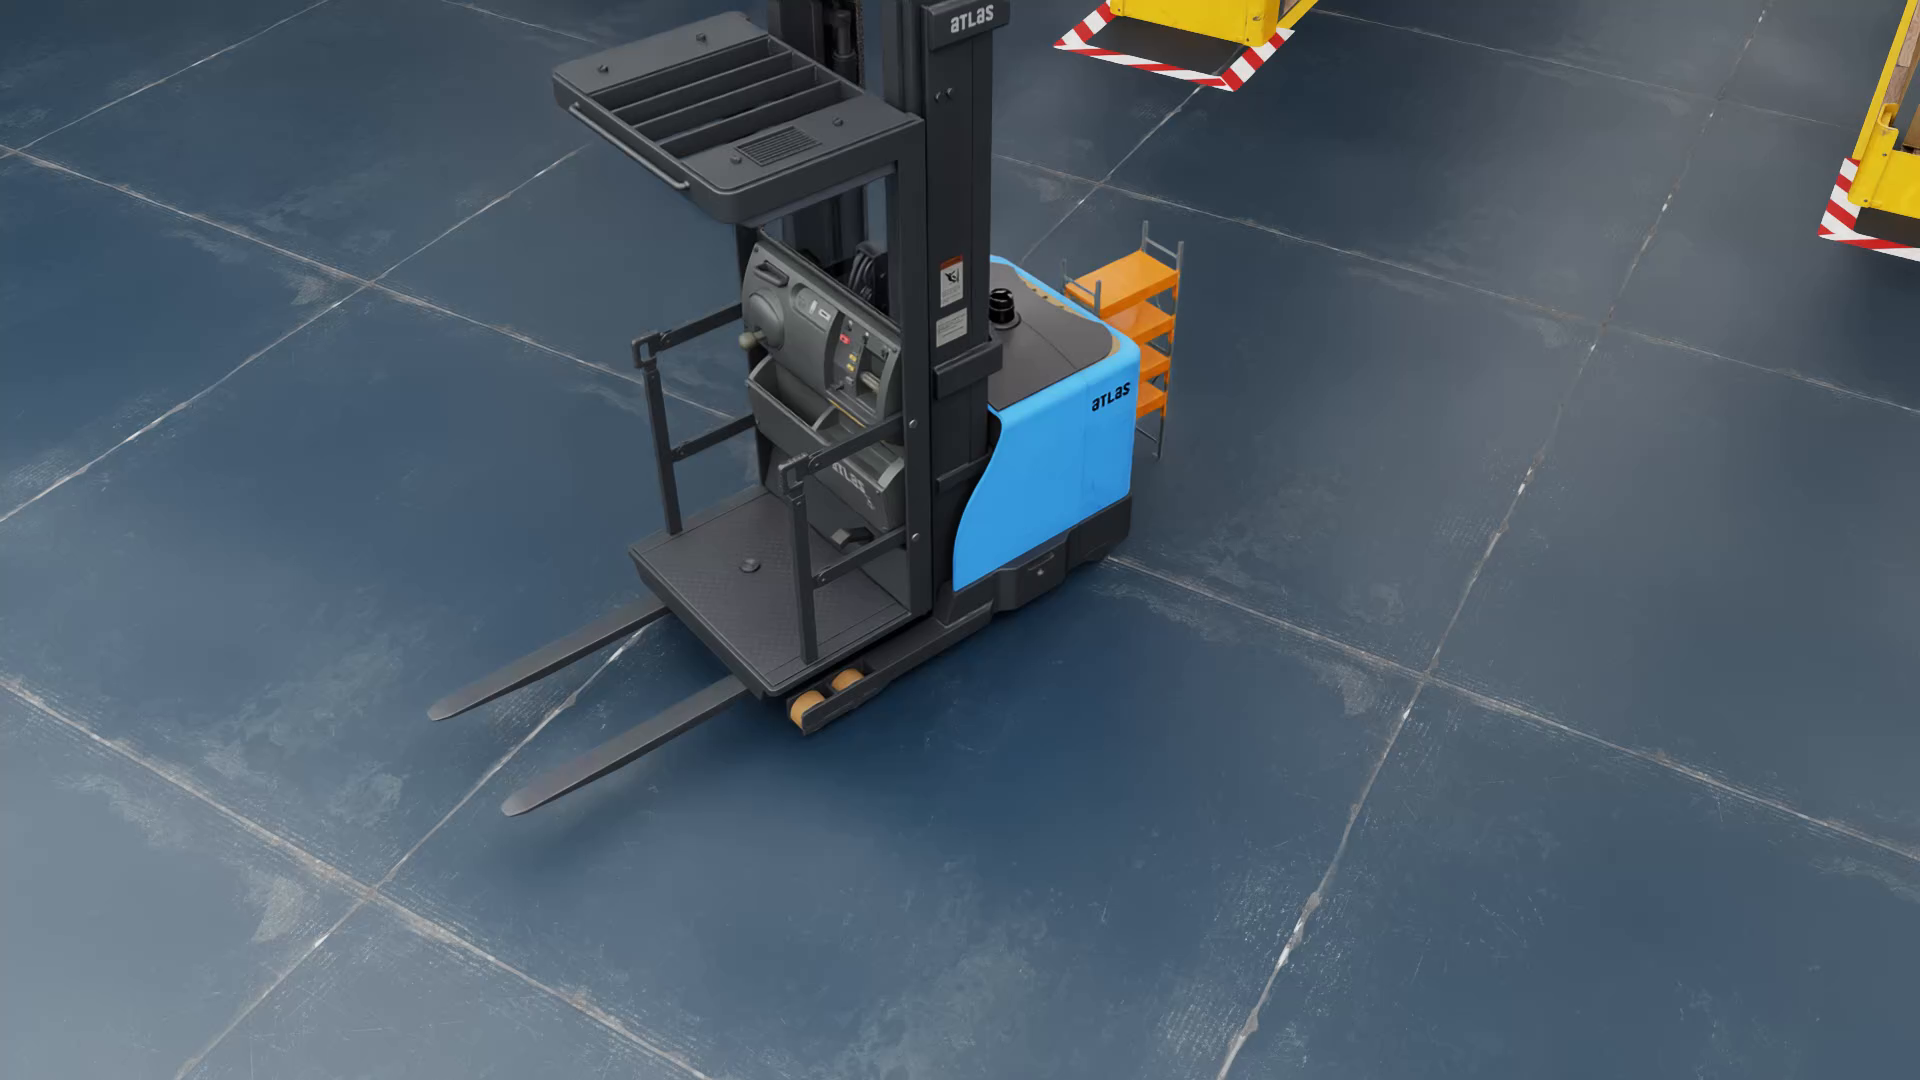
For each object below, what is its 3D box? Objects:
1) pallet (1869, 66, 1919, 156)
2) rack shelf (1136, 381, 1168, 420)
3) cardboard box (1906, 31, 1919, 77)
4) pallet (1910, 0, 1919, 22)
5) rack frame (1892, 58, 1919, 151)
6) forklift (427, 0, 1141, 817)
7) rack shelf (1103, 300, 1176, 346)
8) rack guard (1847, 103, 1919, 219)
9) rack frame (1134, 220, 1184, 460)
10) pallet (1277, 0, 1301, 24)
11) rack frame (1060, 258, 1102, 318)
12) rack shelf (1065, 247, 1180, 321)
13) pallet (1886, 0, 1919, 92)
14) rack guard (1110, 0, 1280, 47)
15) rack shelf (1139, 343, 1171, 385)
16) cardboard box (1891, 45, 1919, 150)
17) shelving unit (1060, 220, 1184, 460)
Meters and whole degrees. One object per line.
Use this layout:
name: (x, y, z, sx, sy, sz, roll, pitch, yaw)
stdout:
pallet: (6.172, -2.477, 10.218, 1.003, 0.211, 1.213, 21, 45, 22)
rack shelf: (0.703, -0.598, 7.739, 0.480, 0.148, 0.258, -28, 49, -28)
cardboard box: (6.561, -3.314, 10.349, 0.875, 0.875, 0.875, 20, 45, 21)
pallet: (7.393, -3.873, 11.804, 1.003, 0.211, 1.213, 21, 45, 22)
rack frame: (5.840, -3.040, 8.748, 1.000, 3.000, 0.127, 21, 45, 22)
forklift: (-0.694, -0.724, 6.170, 3.031, 2.935, 1.130, -28, 49, -28)
rack shelf: (0.703, -0.915, 7.460, 0.480, 0.148, 0.258, -28, 49, -28)
rack guard: (5.828, -2.088, 9.558, 1.175, 0.500, 0.348, 21, 45, 22)
rack frame: (0.892, -0.900, 7.679, 0.015, 1.200, 0.240, -28, 49, -28)
pallet: (2.072, -4.188, 12.162, 1.003, 0.211, 1.213, 21, 45, 22)
rack frame: (0.514, -0.695, 7.447, 0.015, 1.200, 0.240, -28, 49, -28)
rack shelf: (0.703, -1.092, 7.304, 0.480, 0.148, 0.258, -28, 49, -28)
pallet: (6.784, -3.172, 11.008, 1.003, 0.211, 1.213, 21, 45, 22)
rack guard: (1.634, -3.843, 11.551, 1.175, 0.500, 0.348, 21, 45, 22)
rack shelf: (0.703, -0.747, 7.608, 0.480, 0.148, 0.258, -28, 49, -28)
cardboard box: (6.122, -2.810, 9.776, 0.875, 0.875, 0.875, 21, 46, 22)
shelving unit: (0.703, -0.798, 7.563, 0.503, 1.200, 0.258, -28, 49, -28)
